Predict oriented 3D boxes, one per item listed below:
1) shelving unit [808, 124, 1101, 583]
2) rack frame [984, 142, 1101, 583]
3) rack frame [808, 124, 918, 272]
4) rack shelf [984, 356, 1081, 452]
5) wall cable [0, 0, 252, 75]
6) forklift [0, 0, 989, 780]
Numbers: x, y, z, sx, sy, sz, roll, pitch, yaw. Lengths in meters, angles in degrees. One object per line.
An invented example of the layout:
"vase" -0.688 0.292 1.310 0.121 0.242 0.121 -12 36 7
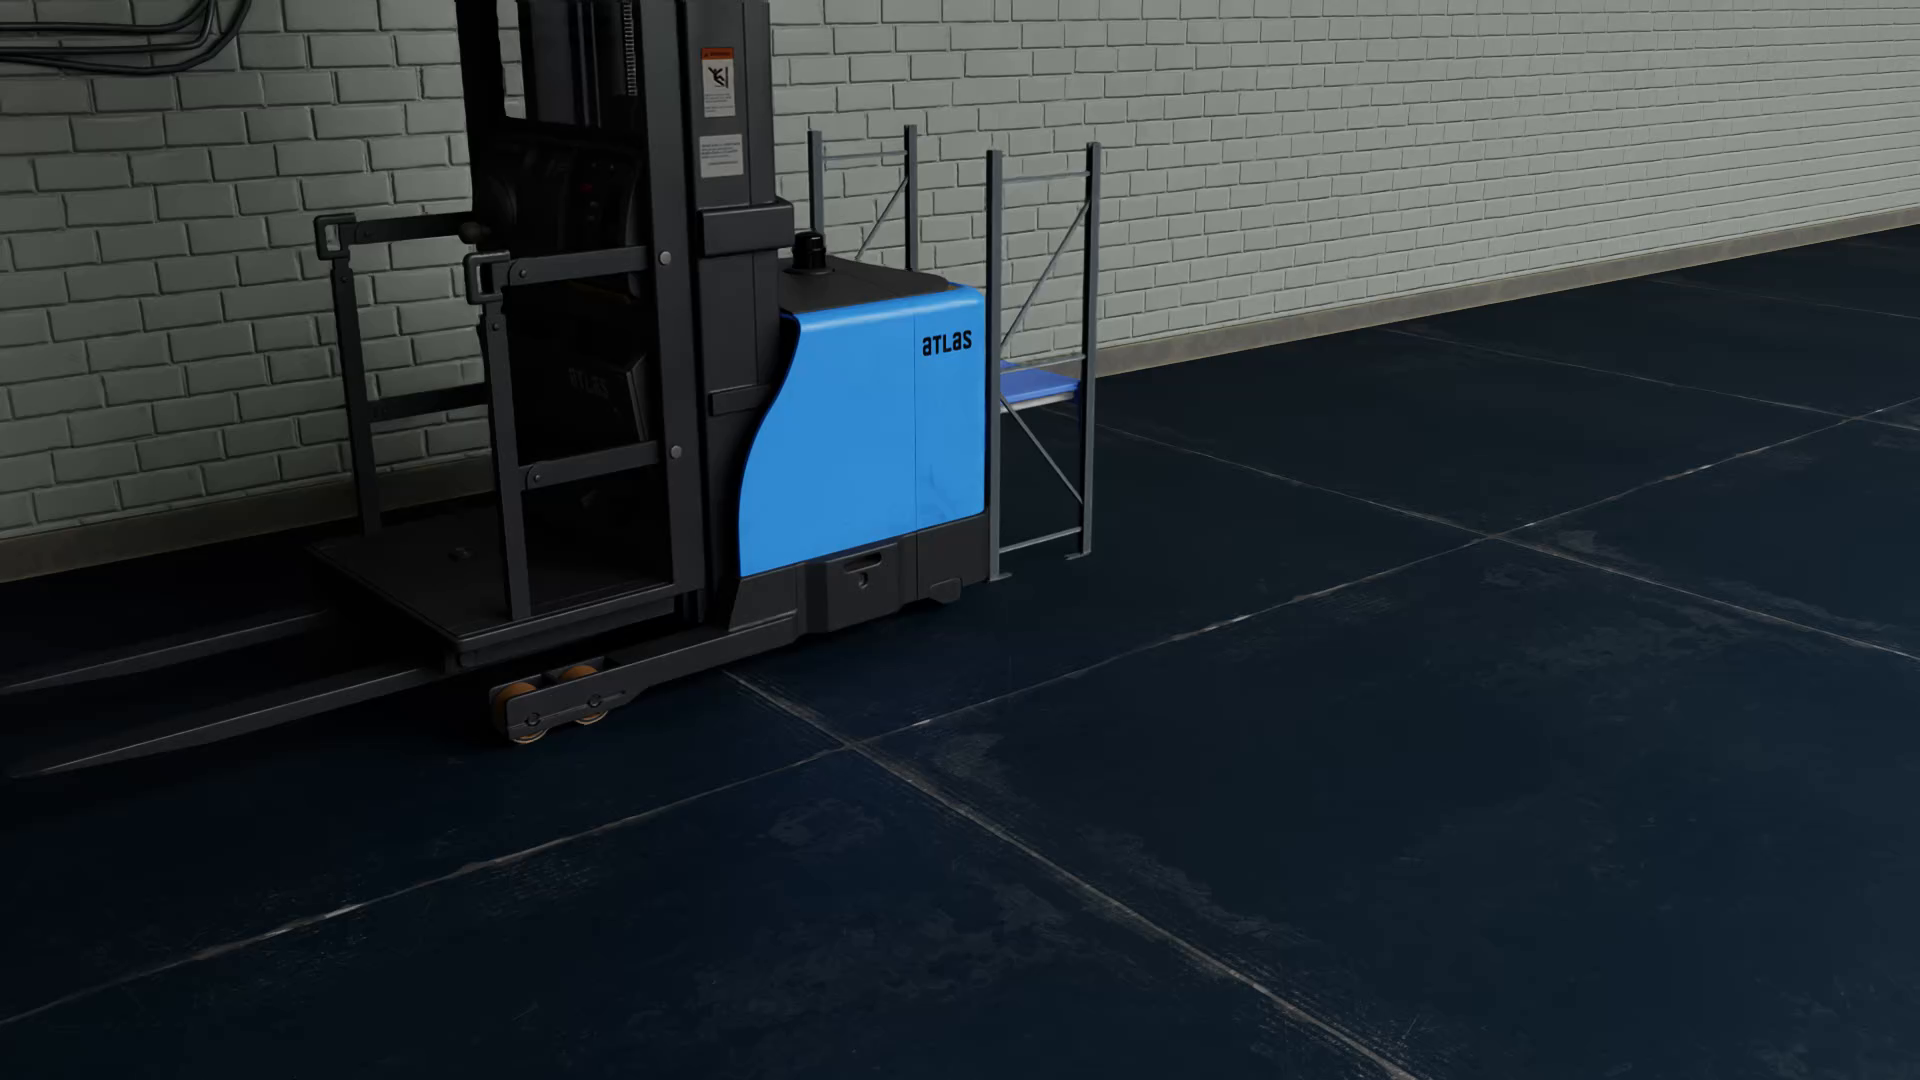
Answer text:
"shelving unit" -0.040 -0.736 6.199 0.538 1.500 1.048 -15 23 -38
"rack frame" 0.288 -0.614 5.830 0.500 1.500 0.032 -15 23 -38
"rack frame" -0.367 -0.858 6.568 0.500 1.500 0.032 -15 23 -38
"rack shelf" -0.040 -0.565 6.256 0.538 0.185 1.000 -15 23 -38
"wall cable" -3.695 -2.561 4.721 3.097 2.526 0.112 -14 23 -36
"forklift" -1.341 -1.008 4.743 3.031 2.935 1.130 -15 24 -39
